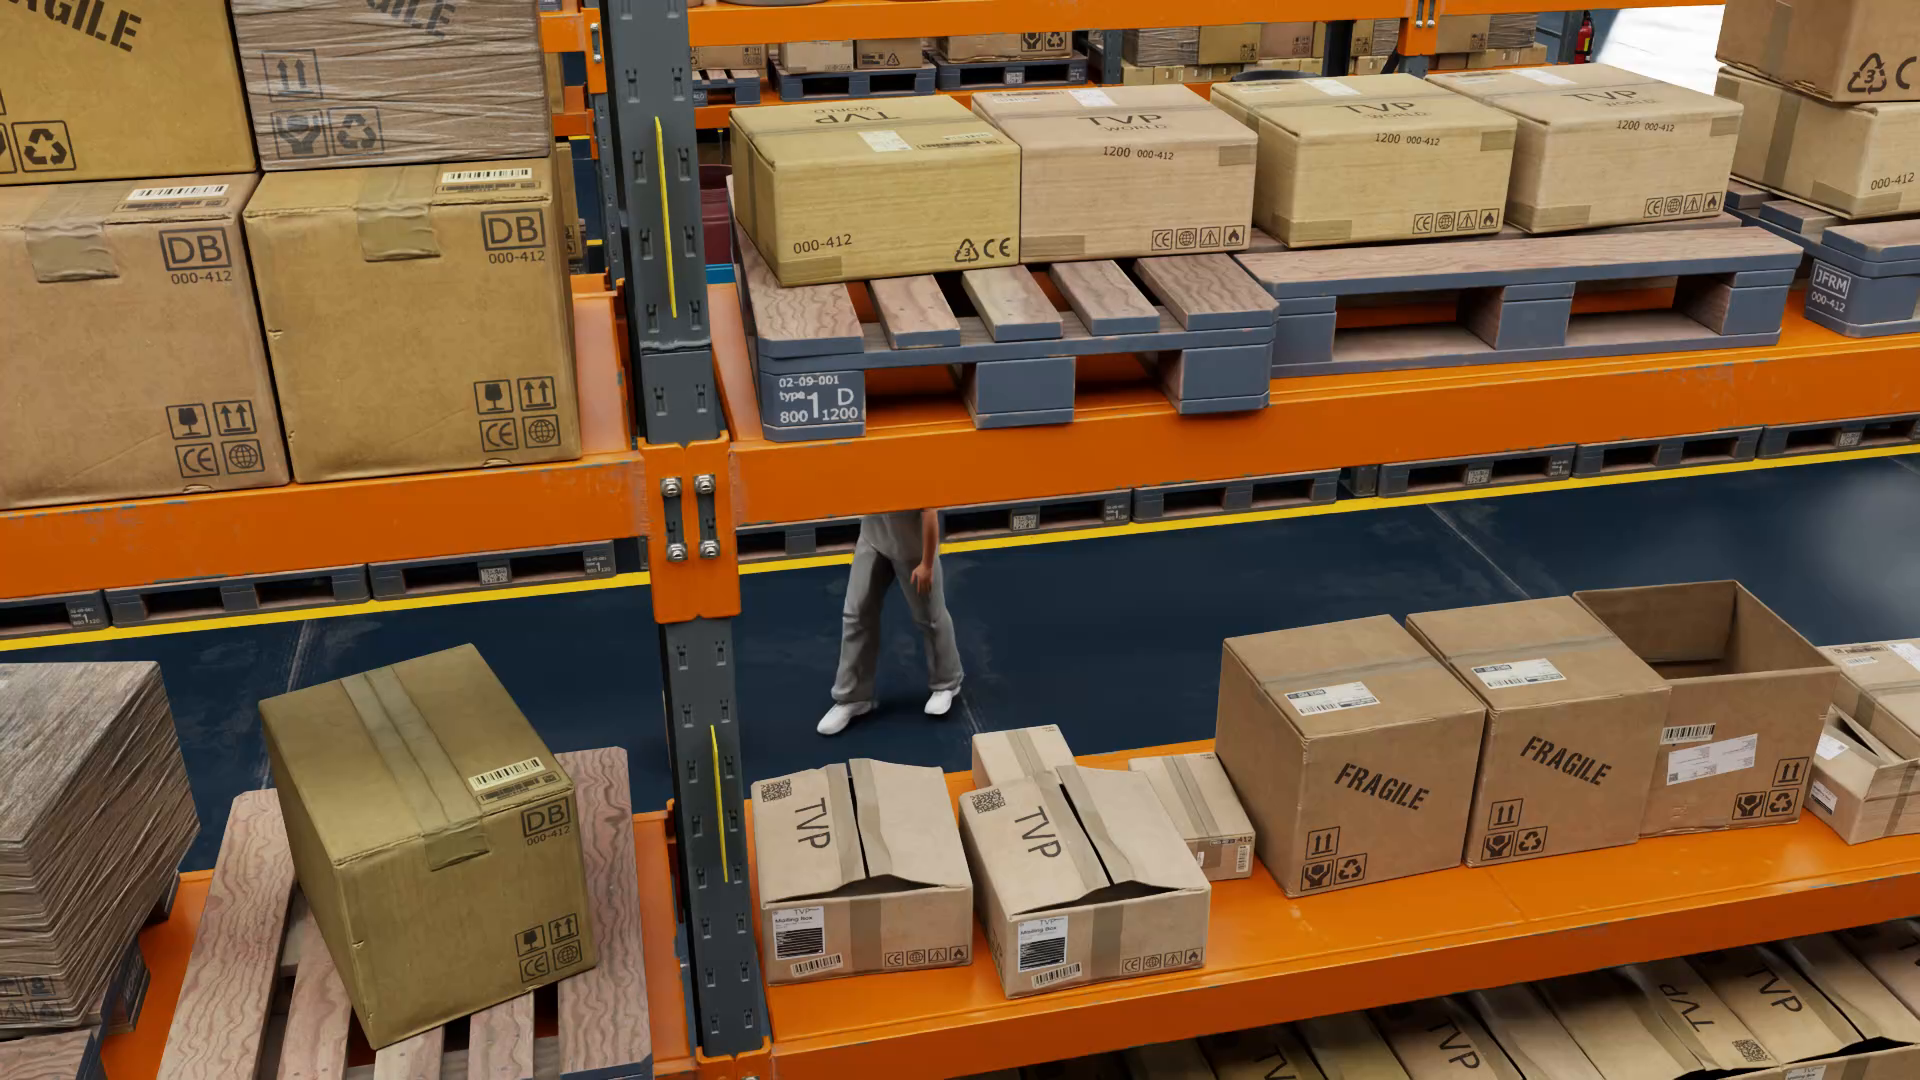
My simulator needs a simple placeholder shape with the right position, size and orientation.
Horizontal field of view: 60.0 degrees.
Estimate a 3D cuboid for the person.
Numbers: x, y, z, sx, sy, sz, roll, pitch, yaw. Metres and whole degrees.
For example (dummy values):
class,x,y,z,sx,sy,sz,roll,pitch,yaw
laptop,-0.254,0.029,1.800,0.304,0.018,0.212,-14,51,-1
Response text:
class,x,y,z,sx,sy,sz,roll,pitch,yaw
person,-0.275,0.040,7.017,0.468,1.659,0.703,23,35,37
